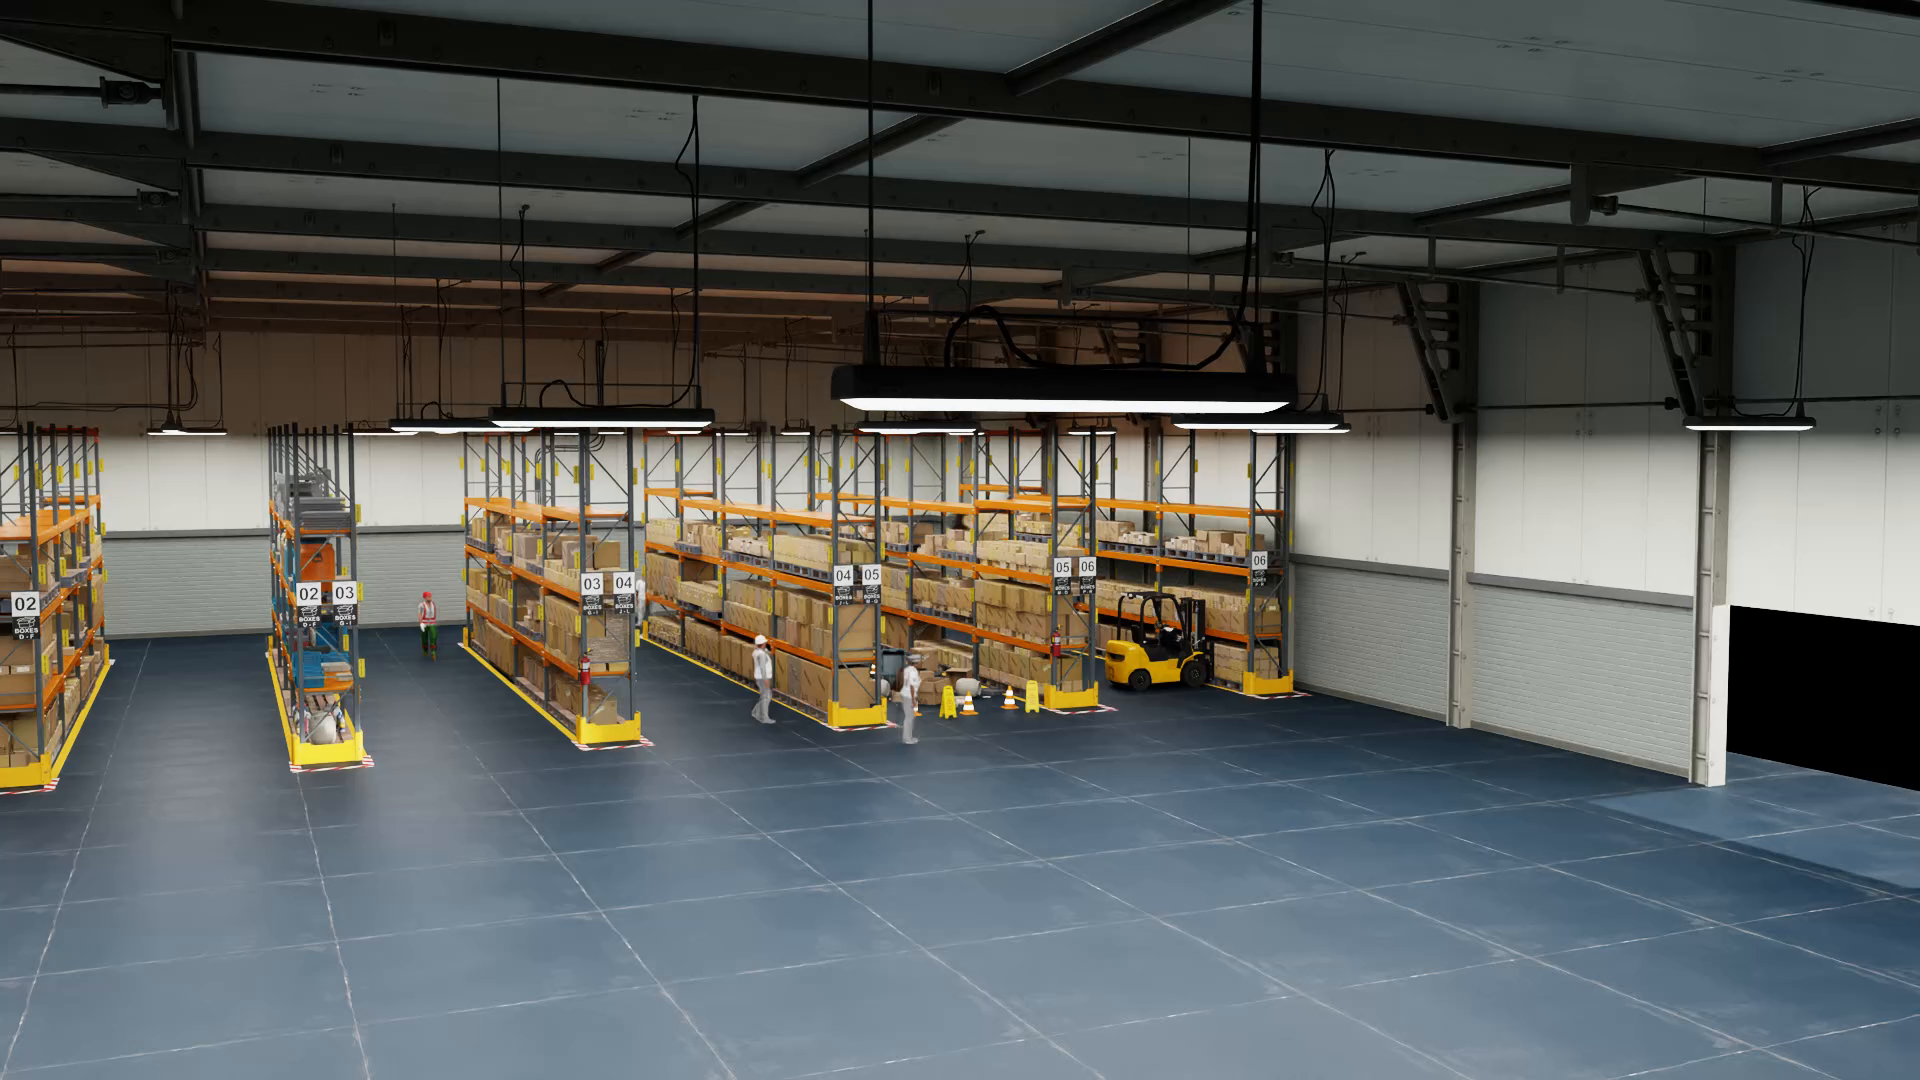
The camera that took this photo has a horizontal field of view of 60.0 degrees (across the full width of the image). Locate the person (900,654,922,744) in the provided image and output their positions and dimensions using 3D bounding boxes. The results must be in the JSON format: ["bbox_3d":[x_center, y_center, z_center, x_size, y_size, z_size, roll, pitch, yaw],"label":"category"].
[{"bbox_3d":[-0.922,2.988,31.270,0.398,1.672,0.469,-1,4,-12],"label":"person"}]

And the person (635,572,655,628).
[{"bbox_3d":[-9.535,1.788,50.427,0.693,1.728,1.047,0,4,8],"label":"person"}]

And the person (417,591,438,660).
[{"bbox_3d":[-13.763,2.204,43.014,0.506,1.749,0.994,-2,4,-24],"label":"person"}]

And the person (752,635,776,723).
[{"bbox_3d":[-3.964,2.801,33.539,0.493,1.786,0.598,0,4,-8],"label":"person"}]
